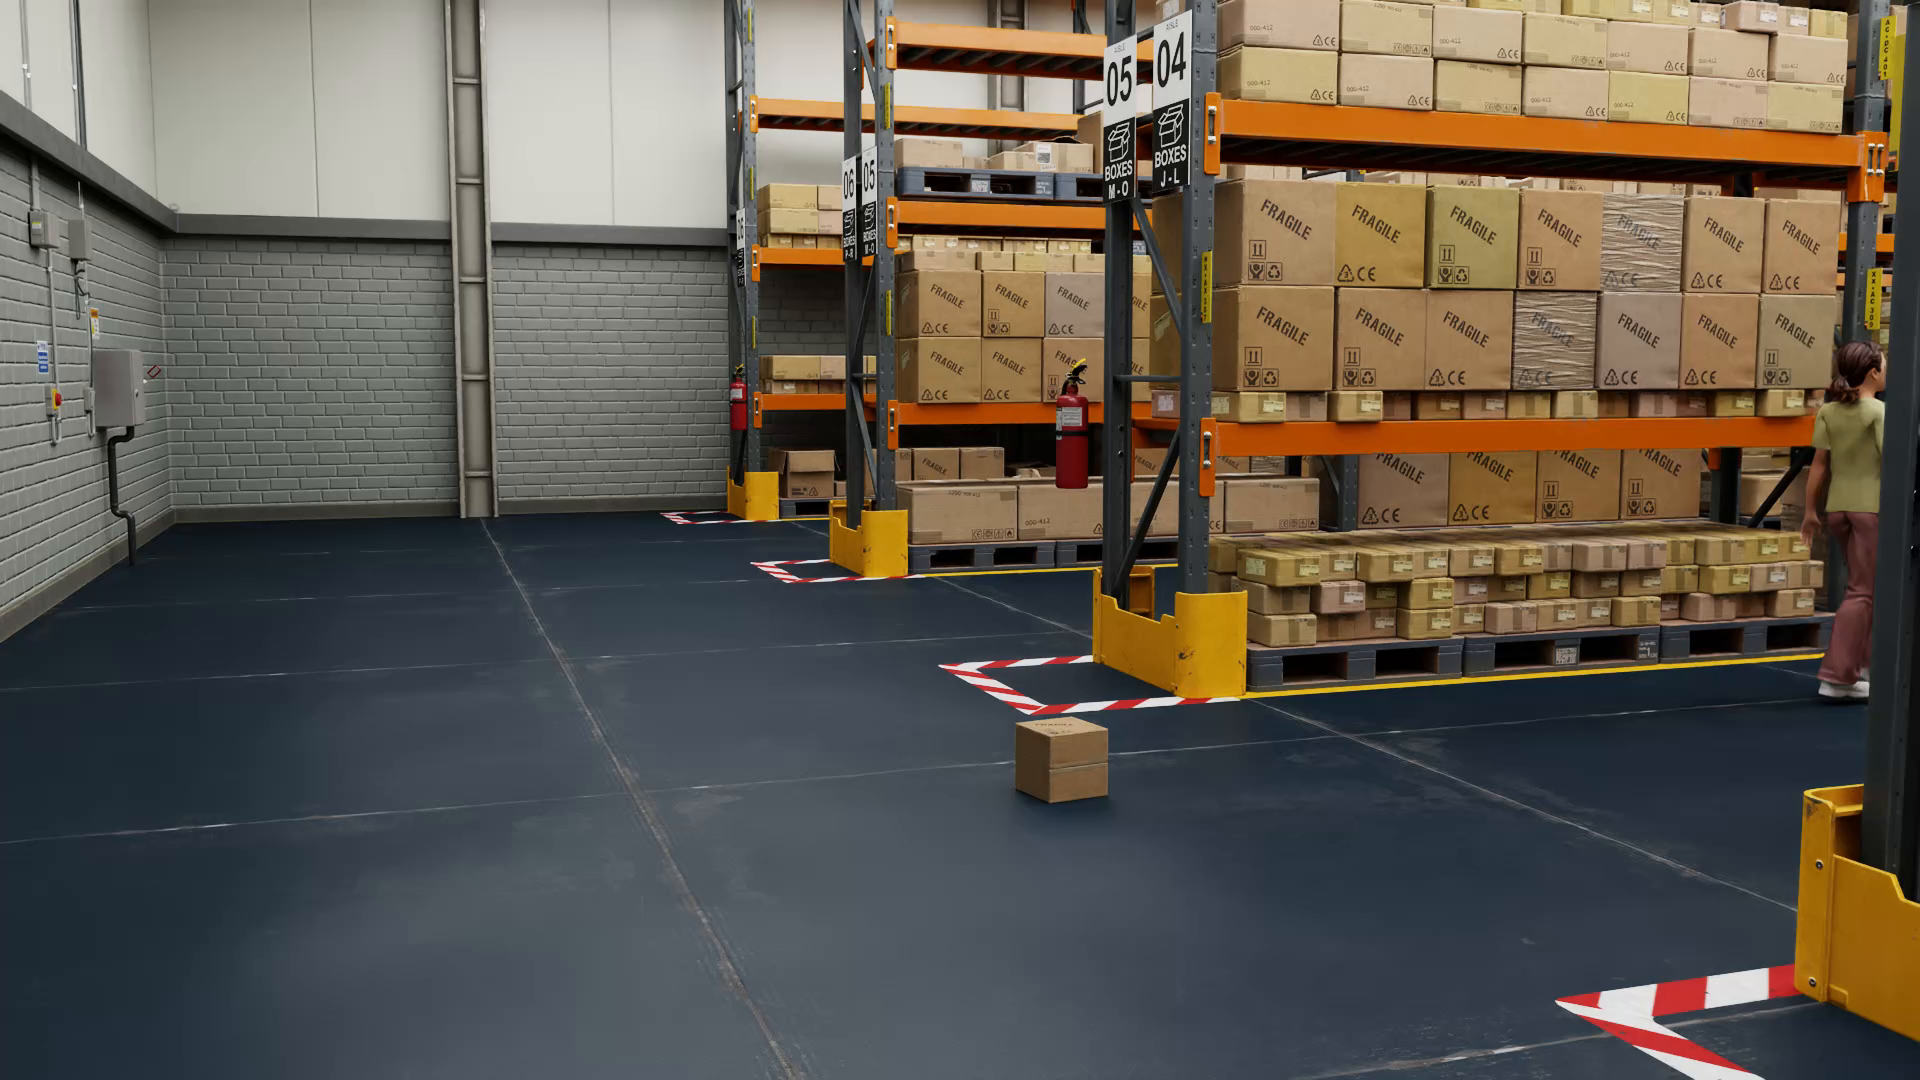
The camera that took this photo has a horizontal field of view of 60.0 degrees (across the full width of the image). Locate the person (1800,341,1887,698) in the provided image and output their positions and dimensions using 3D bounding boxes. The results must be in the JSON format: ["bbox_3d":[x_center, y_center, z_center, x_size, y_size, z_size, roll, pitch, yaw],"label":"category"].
[{"bbox_3d":[4.246,-0.061,7.767,0.548,1.727,0.477,-2,6,-18],"label":"person"}]
